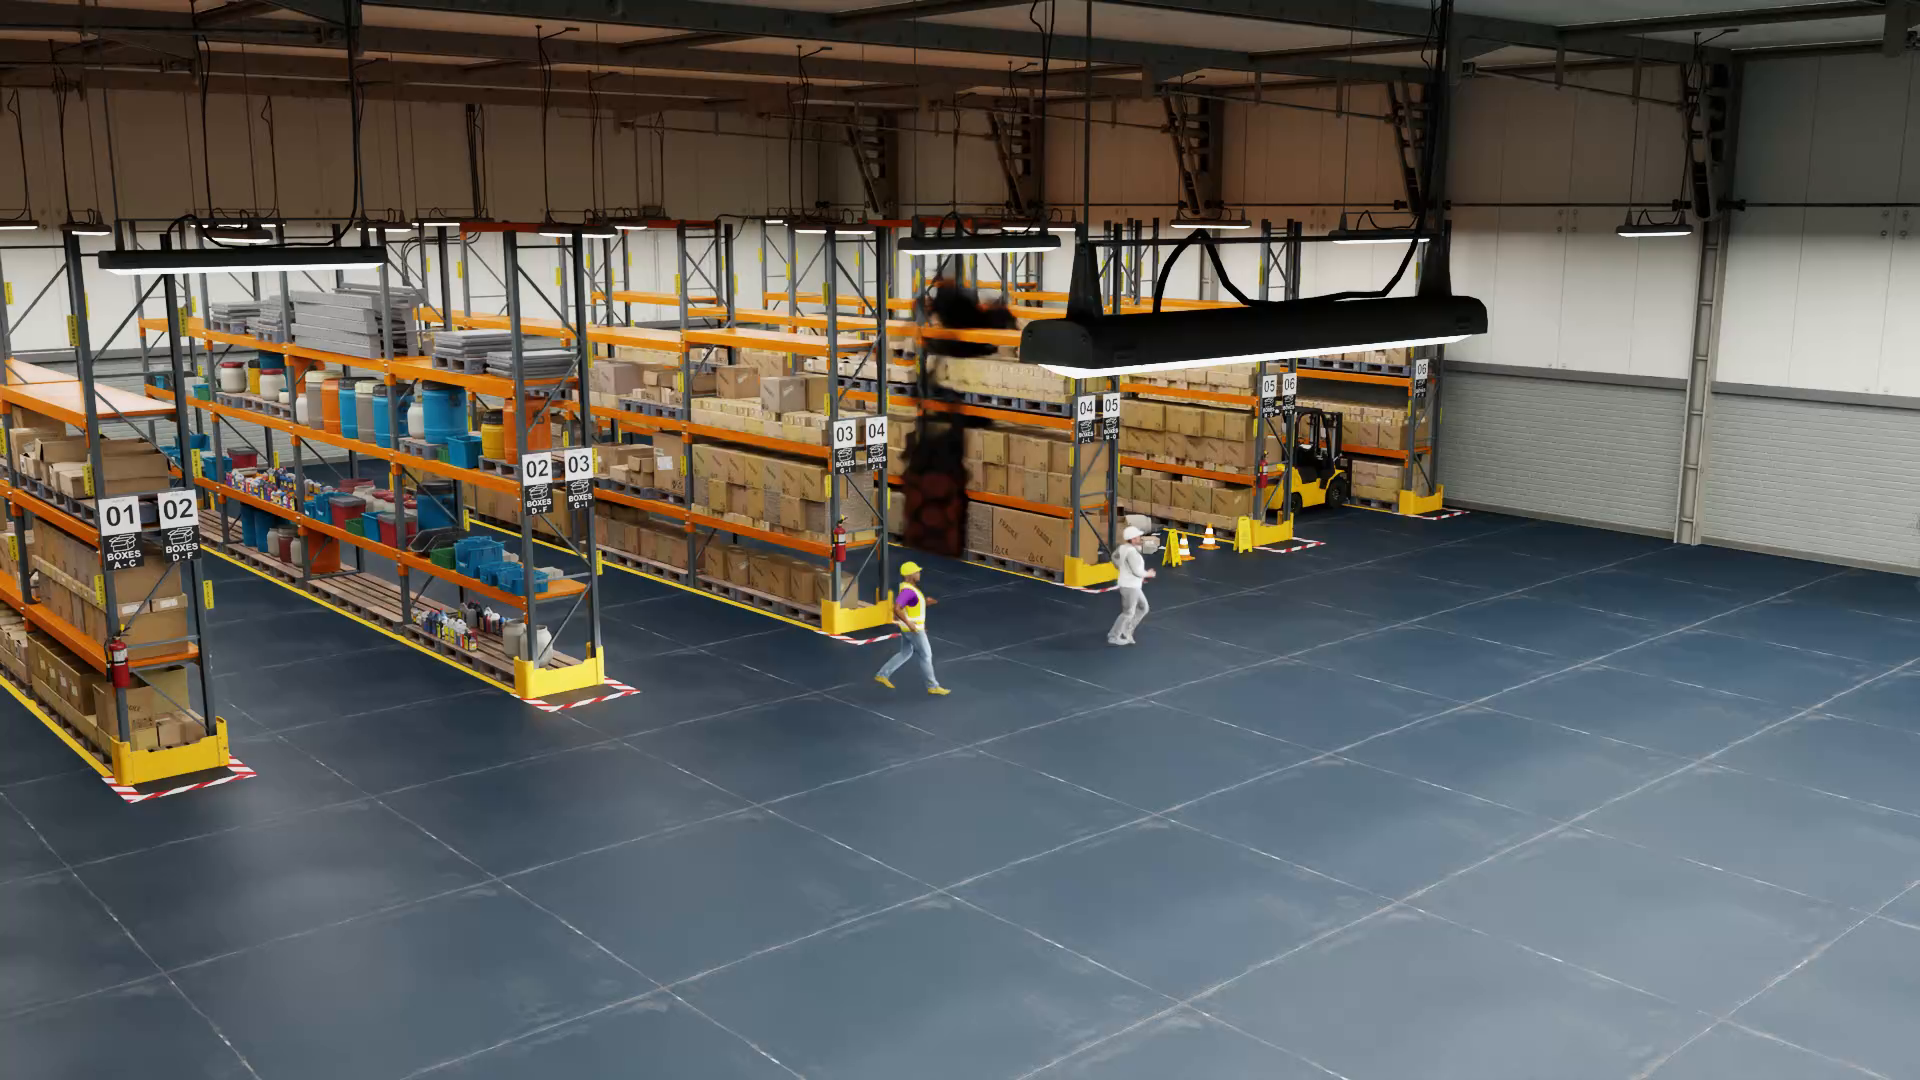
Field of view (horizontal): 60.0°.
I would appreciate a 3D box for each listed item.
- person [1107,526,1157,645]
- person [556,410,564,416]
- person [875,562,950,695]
[{"bbox_3d":[2.489,0.680,24.104,0.702,1.801,0.672,-1,11,-3],"label":"person"},{"bbox_3d":[-9.267,-2.165,38.461,0.650,1.686,0.695,-6,13,-25],"label":"person"},{"bbox_3d":[-0.620,1.146,21.591,0.980,1.759,0.699,-2,12,-11],"label":"person"}]
